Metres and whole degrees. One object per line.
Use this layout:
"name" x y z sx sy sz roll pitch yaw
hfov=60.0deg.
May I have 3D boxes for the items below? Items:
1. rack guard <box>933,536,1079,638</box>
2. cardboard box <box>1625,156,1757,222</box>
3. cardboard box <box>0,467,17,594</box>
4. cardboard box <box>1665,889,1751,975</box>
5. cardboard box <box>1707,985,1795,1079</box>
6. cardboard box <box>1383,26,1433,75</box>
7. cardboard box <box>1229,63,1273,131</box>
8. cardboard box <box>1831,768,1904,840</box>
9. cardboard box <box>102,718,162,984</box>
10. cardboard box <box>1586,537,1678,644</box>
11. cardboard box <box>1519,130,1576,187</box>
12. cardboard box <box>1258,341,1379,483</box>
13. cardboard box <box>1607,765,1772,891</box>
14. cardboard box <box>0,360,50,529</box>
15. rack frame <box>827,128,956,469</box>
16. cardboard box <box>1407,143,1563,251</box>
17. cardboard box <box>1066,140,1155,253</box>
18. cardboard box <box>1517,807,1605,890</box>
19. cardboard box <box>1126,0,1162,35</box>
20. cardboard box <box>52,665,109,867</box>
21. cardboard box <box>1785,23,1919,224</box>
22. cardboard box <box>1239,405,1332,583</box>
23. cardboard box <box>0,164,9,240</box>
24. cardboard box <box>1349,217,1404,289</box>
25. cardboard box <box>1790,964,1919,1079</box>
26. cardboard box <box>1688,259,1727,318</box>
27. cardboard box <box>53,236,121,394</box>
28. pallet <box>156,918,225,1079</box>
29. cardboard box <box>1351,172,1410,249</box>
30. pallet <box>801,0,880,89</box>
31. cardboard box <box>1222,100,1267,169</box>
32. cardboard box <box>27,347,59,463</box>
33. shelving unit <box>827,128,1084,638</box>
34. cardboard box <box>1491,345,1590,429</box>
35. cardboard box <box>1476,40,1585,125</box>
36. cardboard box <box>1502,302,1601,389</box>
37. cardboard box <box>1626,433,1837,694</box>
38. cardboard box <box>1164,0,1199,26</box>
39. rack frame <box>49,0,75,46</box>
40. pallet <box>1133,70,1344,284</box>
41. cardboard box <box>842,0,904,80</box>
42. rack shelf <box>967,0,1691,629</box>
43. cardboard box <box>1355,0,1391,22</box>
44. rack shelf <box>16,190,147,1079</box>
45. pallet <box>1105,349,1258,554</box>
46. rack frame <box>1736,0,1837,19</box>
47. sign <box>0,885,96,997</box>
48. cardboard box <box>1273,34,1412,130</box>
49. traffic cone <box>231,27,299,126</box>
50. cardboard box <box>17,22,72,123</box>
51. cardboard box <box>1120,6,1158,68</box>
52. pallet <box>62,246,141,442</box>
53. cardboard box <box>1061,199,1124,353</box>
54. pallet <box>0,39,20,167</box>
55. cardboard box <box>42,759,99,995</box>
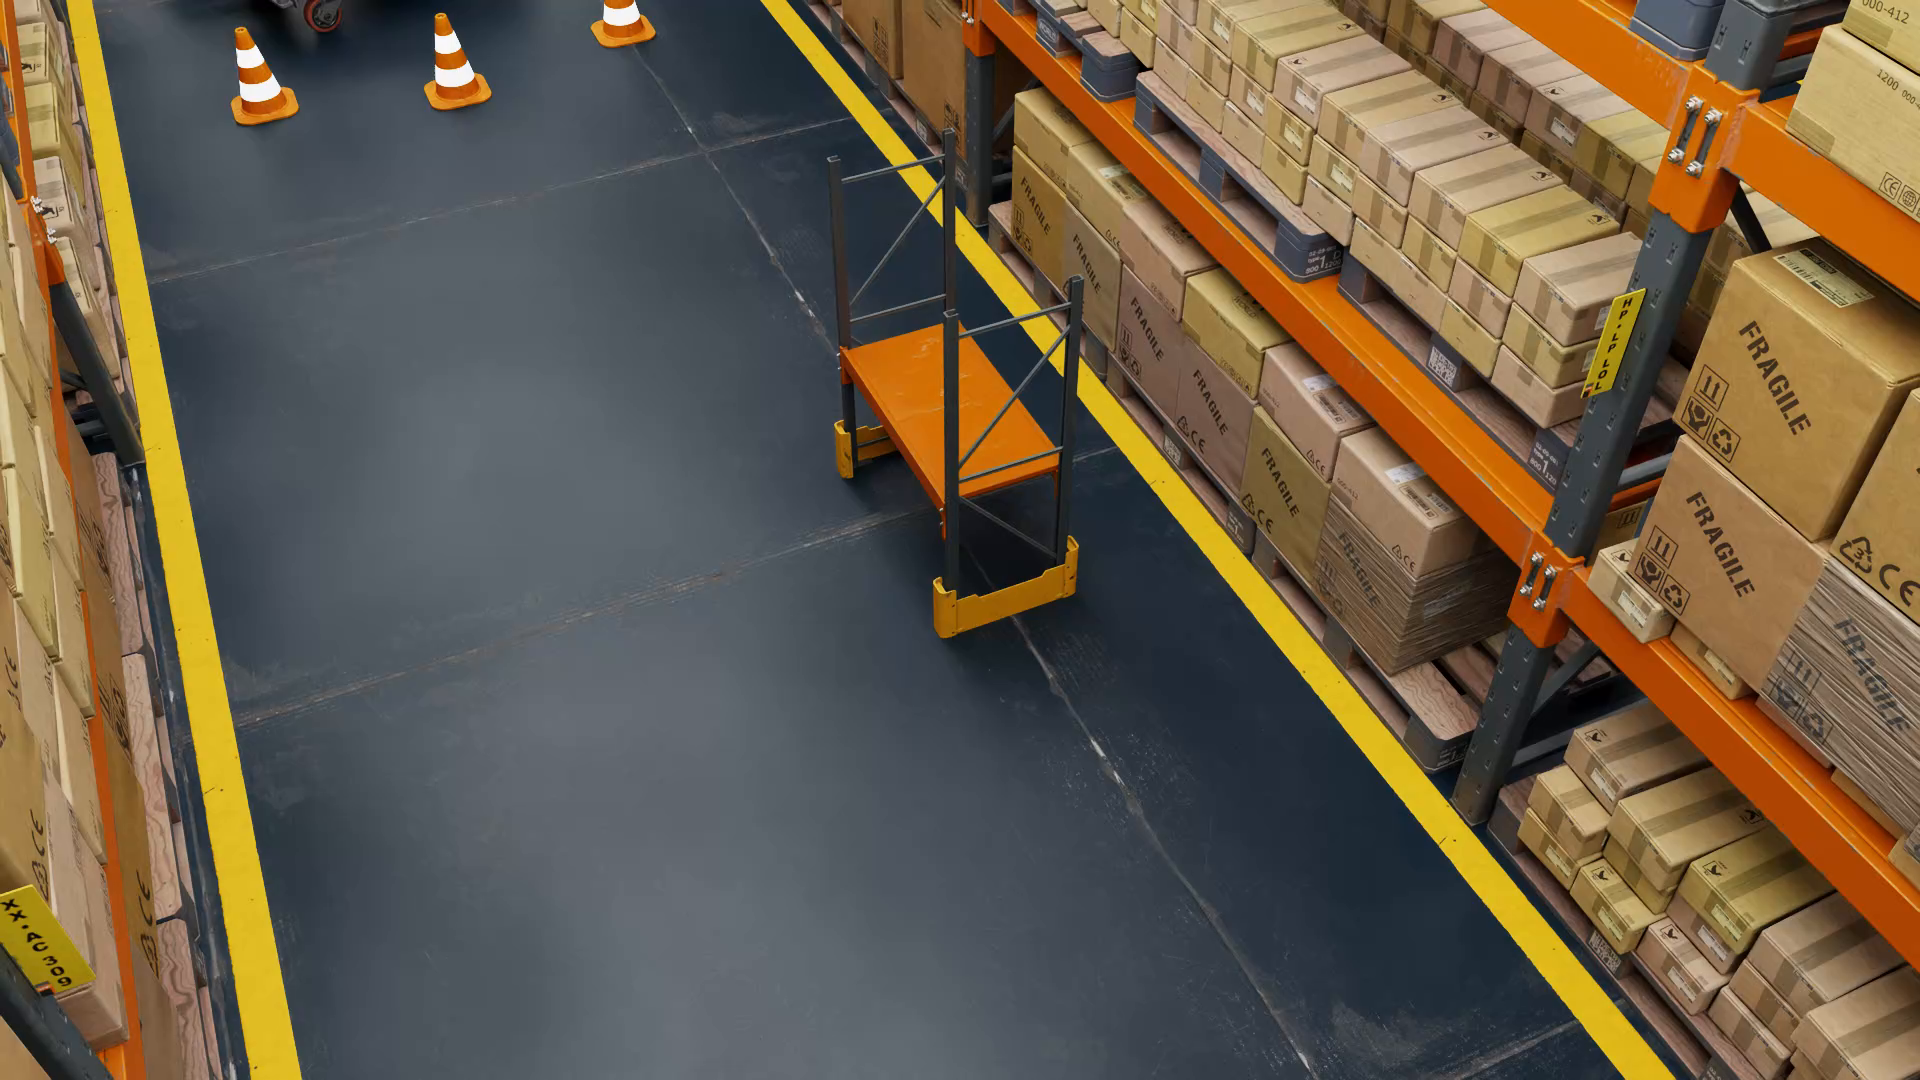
"rack guard" 0.177 0.180 6.390 0.587 0.250 0.087 -18 47 -17
"cardboard box" 2.319 -1.093 5.179 0.380 0.149 0.250 -17 47 -16
"cardboard box" -2.630 -0.126 3.959 0.500 0.500 0.500 -19 48 -18
"cardboard box" 2.375 1.106 5.013 0.380 0.149 0.250 -18 47 -18
"cardboard box" 2.467 1.393 4.933 0.380 0.149 0.250 -19 48 -18
"cardboard box" 1.782 -1.807 6.114 0.380 0.149 0.250 -19 48 -18
"cardboard box" 1.189 -1.615 5.919 0.380 0.149 0.250 -16 47 -16
"cardboard box" 2.457 0.580 4.206 0.380 0.149 0.250 -20 48 -19
"cardboard box" -2.979 0.930 4.886 0.875 0.875 0.875 -17 47 -16
"cardboard box" 2.013 0.108 4.684 0.380 0.149 0.250 -16 47 -16
"cardboard box" 2.112 -1.306 5.606 0.380 0.149 0.250 -20 48 -19
"cardboard box" 1.444 -0.517 6.085 0.500 0.250 0.500 -16 47 -16
"cardboard box" 2.209 0.869 5.041 0.380 0.149 0.250 -16 47 -15
"cardboard box" -2.835 -0.196 4.563 0.500 0.250 0.500 -19 48 -19
"rack frame" -0.250 -0.912 6.607 0.500 1.500 0.032 -18 47 -17
"cardboard box" 1.624 -1.065 5.150 0.380 0.149 0.250 -19 48 -19
"cardboard box" 0.792 -1.500 7.082 0.500 0.250 0.500 -19 48 -18
"cardboard box" 2.052 0.934 5.399 0.380 0.149 0.250 -20 48 -19
"cardboard box" 0.867 -2.104 6.415 0.380 0.149 0.250 -18 47 -17
"cardboard box" -2.423 0.633 4.079 0.500 0.250 0.500 -19 48 -18
"cardboard box" 2.145 -0.900 3.498 0.500 0.250 0.500 -16 47 -15
"cardboard box" 1.435 -0.243 6.341 0.500 0.500 0.500 -19 48 -18
"cardboard box" -3.506 -1.172 5.553 0.500 0.250 0.500 -18 47 -18
"cardboard box" 1.526 -0.998 5.506 0.380 0.149 0.250 -20 48 -19
"cardboard box" 2.524 1.361 4.542 0.380 0.149 0.250 -17 47 -17
"cardboard box" 2.442 -0.811 5.105 0.380 0.149 0.250 -17 47 -17
"cardboard box" -4.169 -0.858 7.056 0.950 0.372 0.625 -21 48 -20
"pallet" -2.651 1.791 4.785 1.003 0.211 1.213 -18 47 -17
"cardboard box" 1.511 -1.119 5.417 0.380 0.149 0.250 -19 48 -19
"pallet" -0.264 -3.116 9.758 1.003 0.211 1.213 -18 47 -17
"cardboard box" 1.181 -1.512 6.027 0.380 0.149 0.250 -19 48 -19
"cardboard box" -3.066 -0.336 5.061 0.500 0.250 0.500 -18 48 -18
"shelving unit" -0.032 -0.582 6.272 0.587 1.500 1.083 -18 47 -17
"cardboard box" 1.844 -0.513 5.014 0.380 0.149 0.250 -19 48 -18
"cardboard box" 2.003 -1.580 5.672 0.380 0.149 0.250 -18 48 -18
"cardboard box" 1.844 -0.620 4.911 0.380 0.149 0.250 -17 47 -16
"cardboard box" 2.170 -0.010 4.342 0.500 0.500 0.500 -19 48 -18
"cardboard box" 0.968 -2.059 6.157 0.380 0.149 0.250 -16 47 -16
"rack frame" -5.622 -3.830 8.496 1.000 3.000 0.127 -18 47 -17
"pallet" 1.378 -1.490 6.261 1.003 0.211 1.213 -18 47 -17
"cardboard box" -0.037 -3.127 9.086 1.050 0.750 0.750 -17 47 -17
"rack shelf" 1.349 -1.277 6.421 1.077 0.370 4.000 -18 47 -17
"cardboard box" 1.672 -2.078 6.176 0.380 0.149 0.250 -16 47 -15
"rack shelf" -3.099 0.249 4.874 1.077 0.370 4.000 -18 47 -17
"pallet" 1.345 -0.540 7.147 1.003 0.211 1.213 -18 47 -17
"rack frame" 2.190 -2.394 2.769 1.000 3.000 0.127 -18 47 -17
"sign" -1.755 0.766 3.165 0.100 0.325 0.005 -18 47 -17
"cardboard box" 1.297 -1.559 5.651 0.380 0.149 0.250 -20 48 -19
"traffic cone" -3.831 -2.551 9.006 0.336 0.463 0.334 -18 47 -17
"cardboard box" -5.094 -2.254 8.471 0.950 0.372 0.625 -15 47 -15
"cardboard box" 0.855 -2.009 6.530 0.380 0.149 0.250 -16 47 -16
"pallet" -4.268 -0.787 7.398 1.003 0.211 1.213 -18 47 -17
"cardboard box" 0.789 -1.222 7.333 0.500 0.500 0.500 -17 47 -17
"pallet" -4.337 -1.636 6.409 1.213 0.211 1.003 -18 47 -17
"cardboard box" -2.188 0.779 3.575 0.500 0.250 0.500 -19 48 -19
